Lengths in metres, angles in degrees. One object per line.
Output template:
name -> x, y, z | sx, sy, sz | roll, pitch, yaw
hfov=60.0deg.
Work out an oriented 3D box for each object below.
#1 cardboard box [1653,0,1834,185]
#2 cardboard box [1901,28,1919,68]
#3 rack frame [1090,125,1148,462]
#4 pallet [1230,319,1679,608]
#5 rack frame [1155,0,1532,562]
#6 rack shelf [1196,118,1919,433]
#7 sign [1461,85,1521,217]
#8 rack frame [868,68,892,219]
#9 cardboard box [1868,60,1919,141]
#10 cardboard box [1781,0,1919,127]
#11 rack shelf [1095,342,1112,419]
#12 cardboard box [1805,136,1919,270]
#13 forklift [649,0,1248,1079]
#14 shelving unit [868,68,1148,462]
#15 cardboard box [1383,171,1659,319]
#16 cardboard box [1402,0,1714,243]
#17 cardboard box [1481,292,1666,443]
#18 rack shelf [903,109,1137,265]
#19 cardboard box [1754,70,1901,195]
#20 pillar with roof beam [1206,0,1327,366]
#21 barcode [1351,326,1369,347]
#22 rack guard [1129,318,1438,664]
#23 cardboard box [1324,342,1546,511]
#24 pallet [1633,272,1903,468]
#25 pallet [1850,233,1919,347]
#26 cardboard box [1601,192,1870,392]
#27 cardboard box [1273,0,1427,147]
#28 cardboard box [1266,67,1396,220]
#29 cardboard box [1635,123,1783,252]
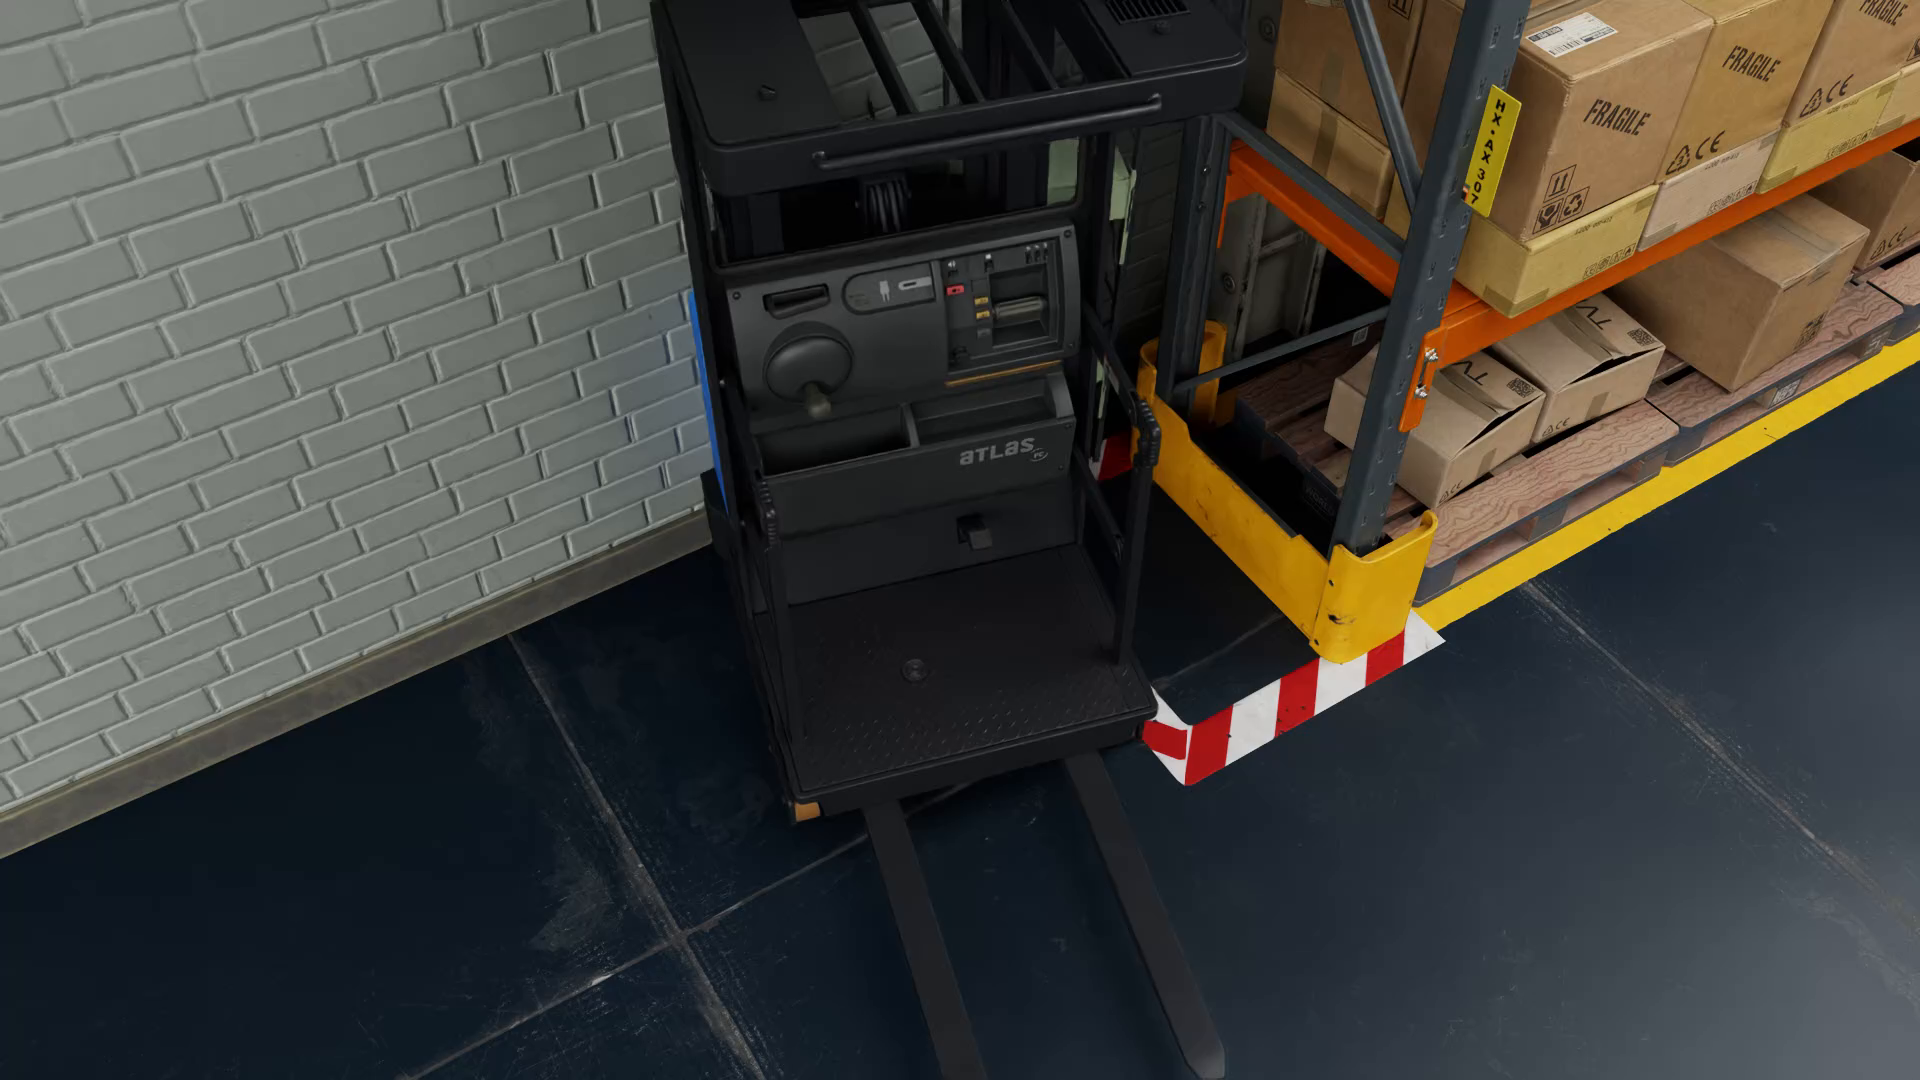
cardboard box -> 1.967, -1.383, 4.558 | 0.500, 0.500, 0.500 | -25, 53, -21
cardboard box -> 2.838, -1.798, 4.927 | 0.500, 0.500, 0.500 | -24, 52, -20
rack frame -> 0.463, -0.888, 5.417 | 0.023, 1.500, 0.400 | -9, 54, -8
pallet -> 1.750, -0.390, 5.956 | 1.213, 0.211, 1.003 | -25, 53, -21
rack frame -> 0.980, -0.986, 4.619 | 0.127, 3.000, 1.000 | -25, 53, -21
rack shelf -> 2.671, -1.543, 5.597 | 4.000, 0.370, 1.077 | -25, 53, -21
sign -> 1.269, -0.931, 3.991 | 0.005, 0.325, 0.100 | -25, 53, -21
rack frame -> -0.253, -0.780, 5.310 | 0.023, 1.500, 0.400 | -9, 54, -8
cardboard box -> 2.856, -1.551, 5.210 | 0.500, 0.250, 0.500 | -25, 53, -20
cardboard box -> 2.408, -1.585, 4.737 | 0.500, 0.500, 0.500 | -27, 54, -22
rack shelf -> 0.096, -0.637, 5.623 | 0.720, 0.370, 0.431 | -9, 54, -8
cardboard box -> 3.506, -1.456, 6.417 | 0.500, 0.500, 0.500 | -29, 54, -23
forklift -> -0.072, -0.470, 4.206 | 1.130, 2.935, 3.031 | -12, 49, -11
shelving unit -> 0.105, -0.834, 5.363 | 0.755, 1.500, 0.431 | -9, 54, -8
cardboard box -> 1.562, -0.936, 4.662 | 0.500, 0.250, 0.500 | -27, 54, -22
cardboard box -> 1.544, -1.192, 4.388 | 0.500, 0.500, 0.500 | -25, 53, -21
cardboard box -> 2.095, -0.684, 5.856 | 0.500, 0.311, 0.500 | -21, 52, -18
rack shelf -> 0.116, -1.070, 5.053 | 0.720, 0.370, 0.431 | -9, 54, -8
cardboard box -> 2.427, -1.351, 5.032 | 0.500, 0.250, 0.500 | -26, 53, -21
pillar with roof beam -> 3.407, -1.087, 0.692 | 0.400, 9.000, 9.100 | -25, 53, -21
barcode -> 1.415, -0.719, 5.882 | 0.075, 0.075, 0.001 | -25, 53, -21
rack guard -> 1.044, -0.184, 5.580 | 0.348, 0.500, 1.175 | -25, 53, -21
cardboard box -> 1.613, -0.456, 5.654 | 0.500, 0.311, 0.500 | -31, 55, -25
pallet -> 2.781, -0.873, 6.386 | 1.213, 0.211, 1.003 | -25, 53, -21
pallet -> 3.814, -1.362, 6.822 | 1.213, 0.211, 1.003 | -25, 53, -21
cardboard box -> 2.742, -1.007, 6.018 | 0.500, 0.500, 0.700 | -28, 54, -23
cardboard box -> 1.265, -1.514, 4.674 | 0.500, 0.500, 0.500 | -26, 53, -21
cardboard box -> 1.272, -1.251, 4.943 | 0.500, 0.250, 0.500 | -25, 53, -20
cardboard box -> 1.993, -1.152, 4.854 | 0.500, 0.250, 0.500 | -27, 54, -22
